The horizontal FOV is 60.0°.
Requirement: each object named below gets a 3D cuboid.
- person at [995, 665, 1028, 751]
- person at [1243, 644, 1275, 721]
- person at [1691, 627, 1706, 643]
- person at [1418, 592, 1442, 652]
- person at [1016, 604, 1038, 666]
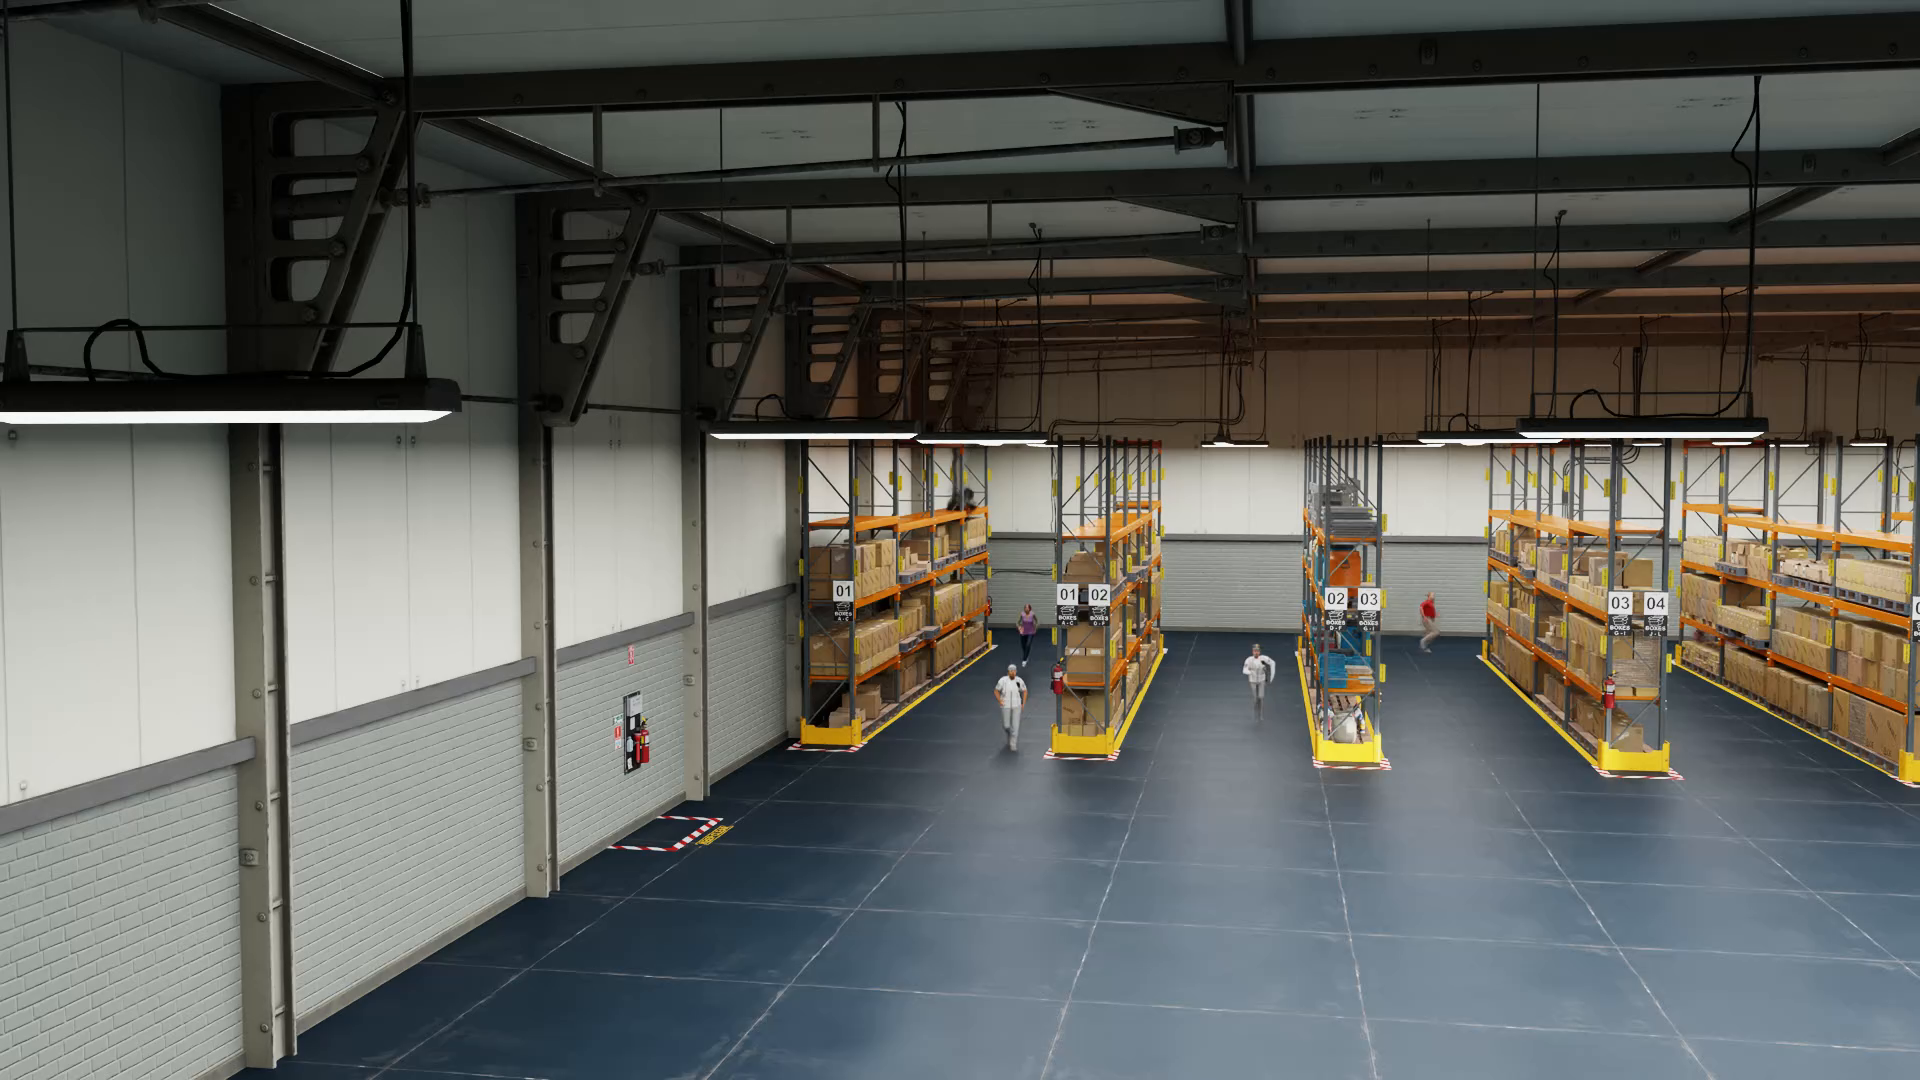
[{"bbox_3d":[0.981,3.203,31.860,0.638,1.647,0.532,0,3,1],"label":"person"},{"bbox_3d":[6.266,2.987,34.870,0.645,1.643,0.757,1,3,13],"label":"person"},{"bbox_3d":[20.230,2.416,45.475,0.954,1.662,0.577,0,3,-2],"label":"person"},{"bbox_3d":[13.344,2.326,47.207,0.621,1.683,0.664,1,3,21],"label":"person"},{"bbox_3d":[1.708,2.389,42.190,0.566,1.554,0.665,0,3,4],"label":"person"}]
